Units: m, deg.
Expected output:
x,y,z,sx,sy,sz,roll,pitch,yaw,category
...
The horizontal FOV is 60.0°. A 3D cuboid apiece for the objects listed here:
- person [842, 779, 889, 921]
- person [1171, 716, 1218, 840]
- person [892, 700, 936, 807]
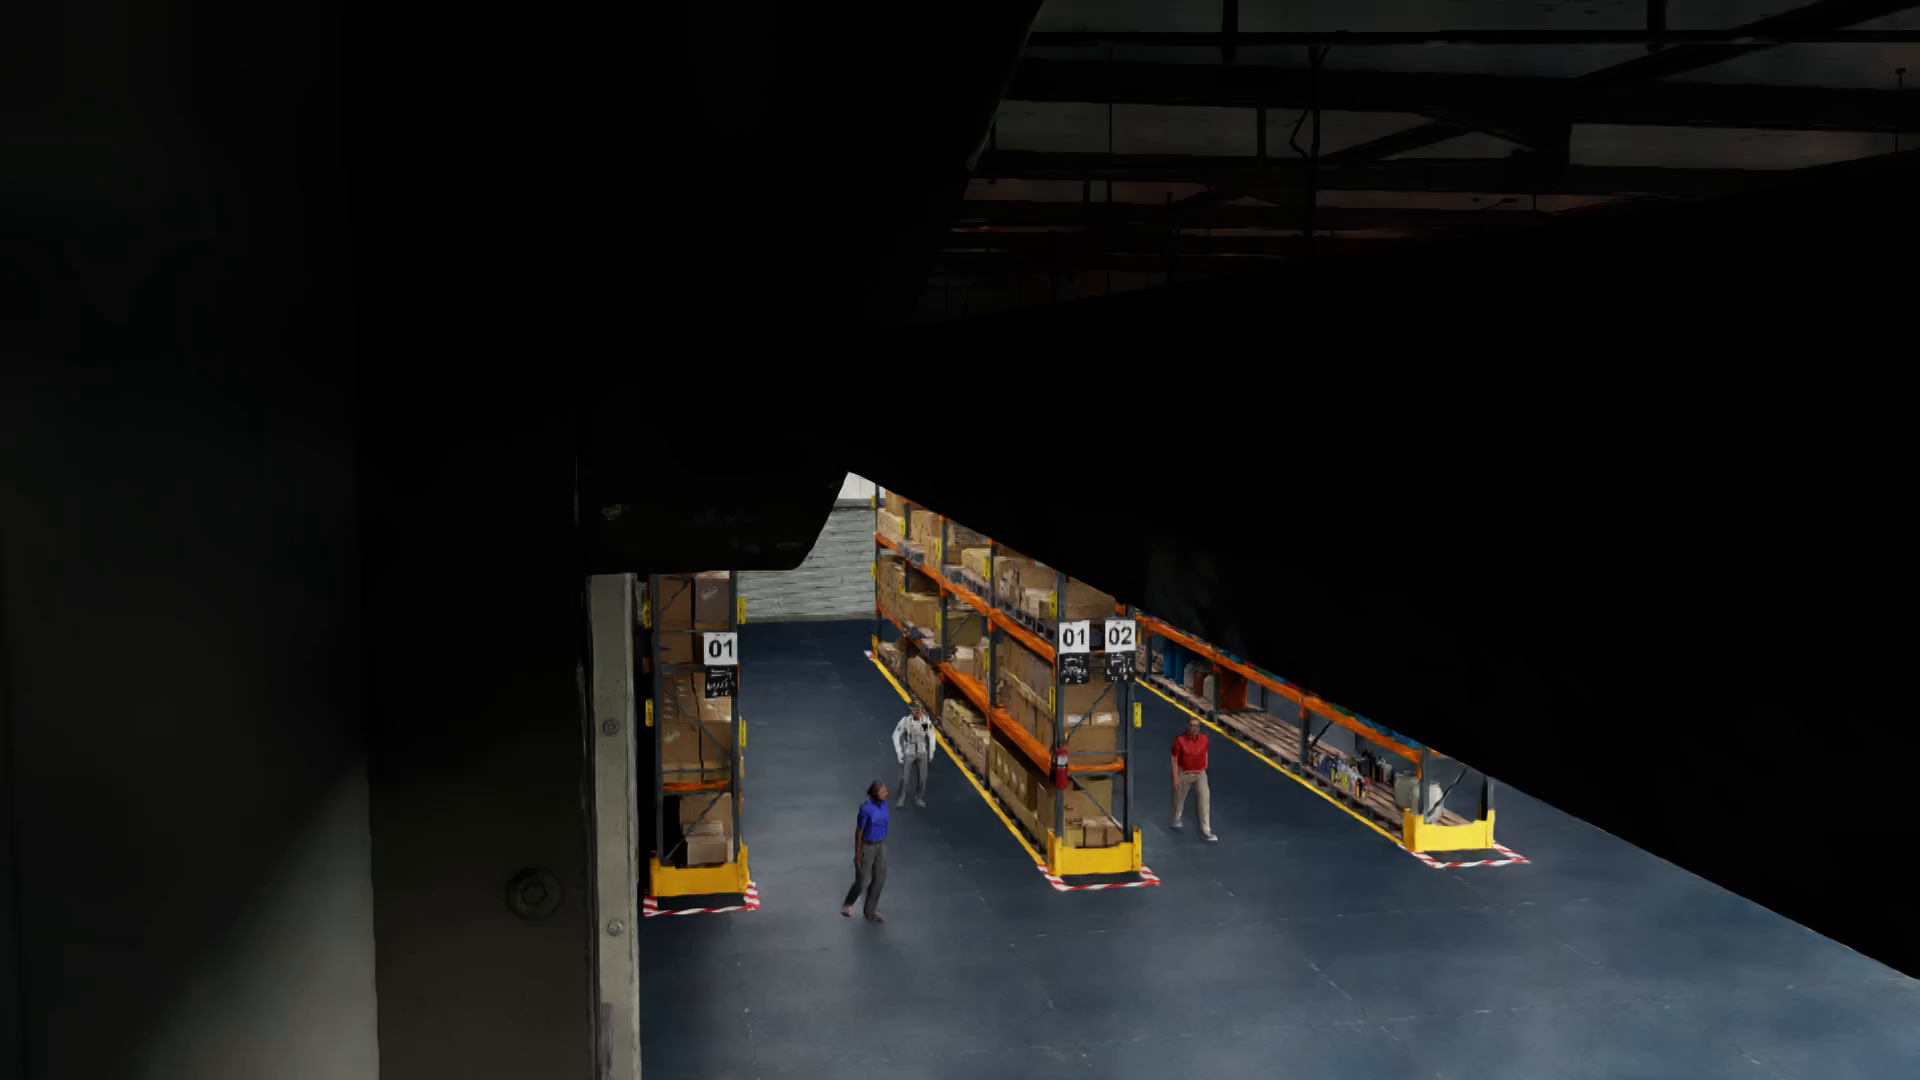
x,y,z,sx,sy,sz,roll,pitch,yaw,category
-1.091,3.553,19.159,0.528,1.646,0.517,5,8,42,person
3.126,3.184,22.544,0.542,1.645,1.126,-1,6,-8,person
-0.659,3.068,23.976,0.639,1.632,0.512,-1,6,-13,person
